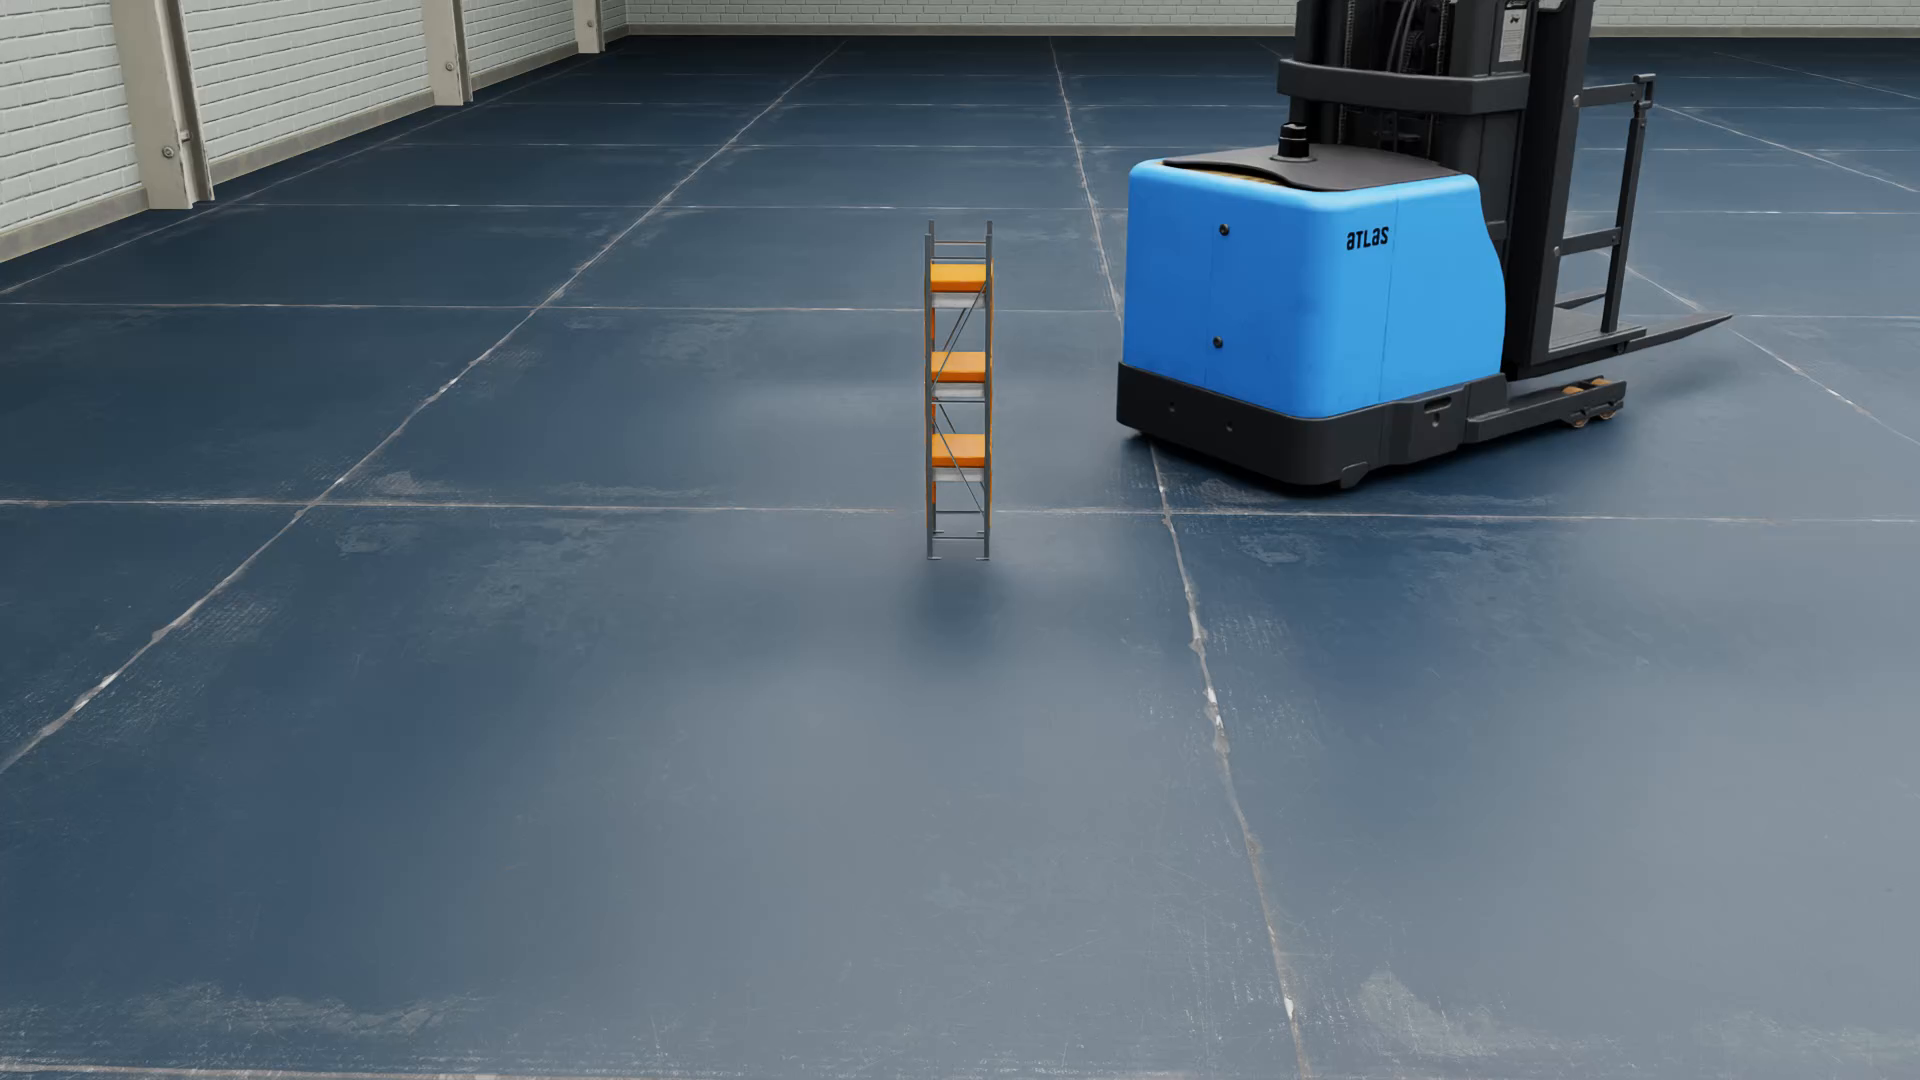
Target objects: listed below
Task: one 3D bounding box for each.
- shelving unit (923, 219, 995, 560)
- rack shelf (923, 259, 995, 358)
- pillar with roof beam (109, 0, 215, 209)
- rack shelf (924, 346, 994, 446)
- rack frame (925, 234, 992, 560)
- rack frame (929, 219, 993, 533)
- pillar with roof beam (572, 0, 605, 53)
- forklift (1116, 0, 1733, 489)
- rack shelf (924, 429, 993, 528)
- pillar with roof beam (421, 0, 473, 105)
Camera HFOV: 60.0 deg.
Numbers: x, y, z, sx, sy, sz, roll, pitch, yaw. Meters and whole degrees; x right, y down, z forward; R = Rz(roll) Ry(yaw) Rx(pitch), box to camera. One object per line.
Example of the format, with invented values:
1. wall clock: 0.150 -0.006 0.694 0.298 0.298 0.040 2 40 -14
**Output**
1. shelving unit: -0.002 -0.470 5.289 0.215 1.050 0.252 1 21 2
2. rack shelf: -0.002 -0.725 5.190 0.215 0.259 0.240 1 21 2
3. pillar with roof beam: -1.107 -6.480 9.790 9.100 9.000 0.400 1 21 2
4. rack shelf: -0.002 -0.460 5.293 0.215 0.259 0.240 1 21 2
5. rack frame: -0.005 -0.426 5.175 0.200 1.050 0.008 1 21 2
6. rack frame: 0.002 -0.514 5.403 0.200 1.050 0.008 1 21 2
7. pillar with roof beam: -0.742 -10.819 20.972 9.100 9.000 0.400 1 21 2
8. forklift: 2.101 -1.954 6.513 3.031 2.935 1.130 -15 26 -34
9. rack shelf: -0.002 -0.201 5.394 0.215 0.259 0.240 1 21 2
10. pillar with roof beam: -0.924 -8.649 15.381 9.100 9.000 0.400 1 21 2
